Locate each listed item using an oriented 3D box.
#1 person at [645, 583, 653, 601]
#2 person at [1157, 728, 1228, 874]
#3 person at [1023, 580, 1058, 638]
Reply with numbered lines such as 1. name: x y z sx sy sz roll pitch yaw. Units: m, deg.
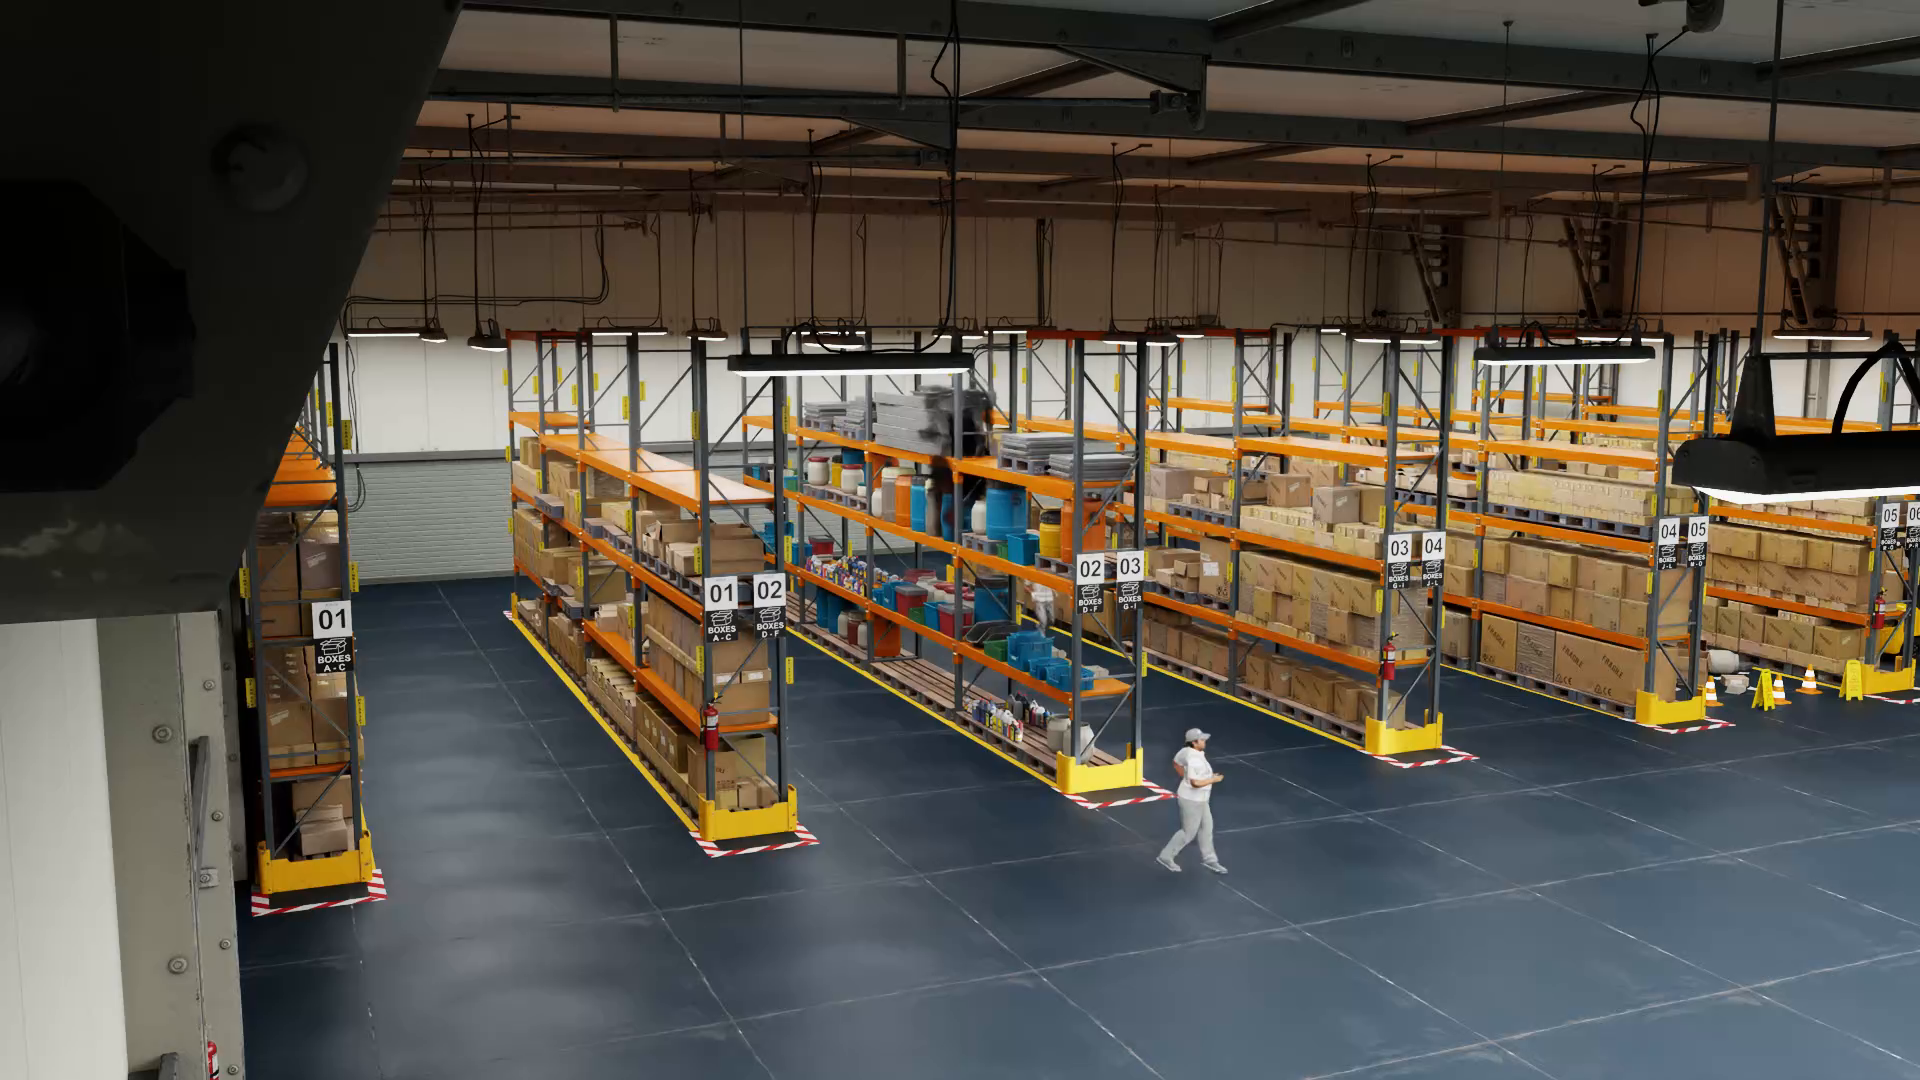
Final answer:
1. person: -6.584 0.863 34.484 0.550 1.604 0.754 -6 10 -36
2. person: 2.637 2.959 18.777 0.806 1.698 0.604 1 8 7
3. person: 1.557 1.157 31.765 0.685 1.735 0.667 -3 8 -23
